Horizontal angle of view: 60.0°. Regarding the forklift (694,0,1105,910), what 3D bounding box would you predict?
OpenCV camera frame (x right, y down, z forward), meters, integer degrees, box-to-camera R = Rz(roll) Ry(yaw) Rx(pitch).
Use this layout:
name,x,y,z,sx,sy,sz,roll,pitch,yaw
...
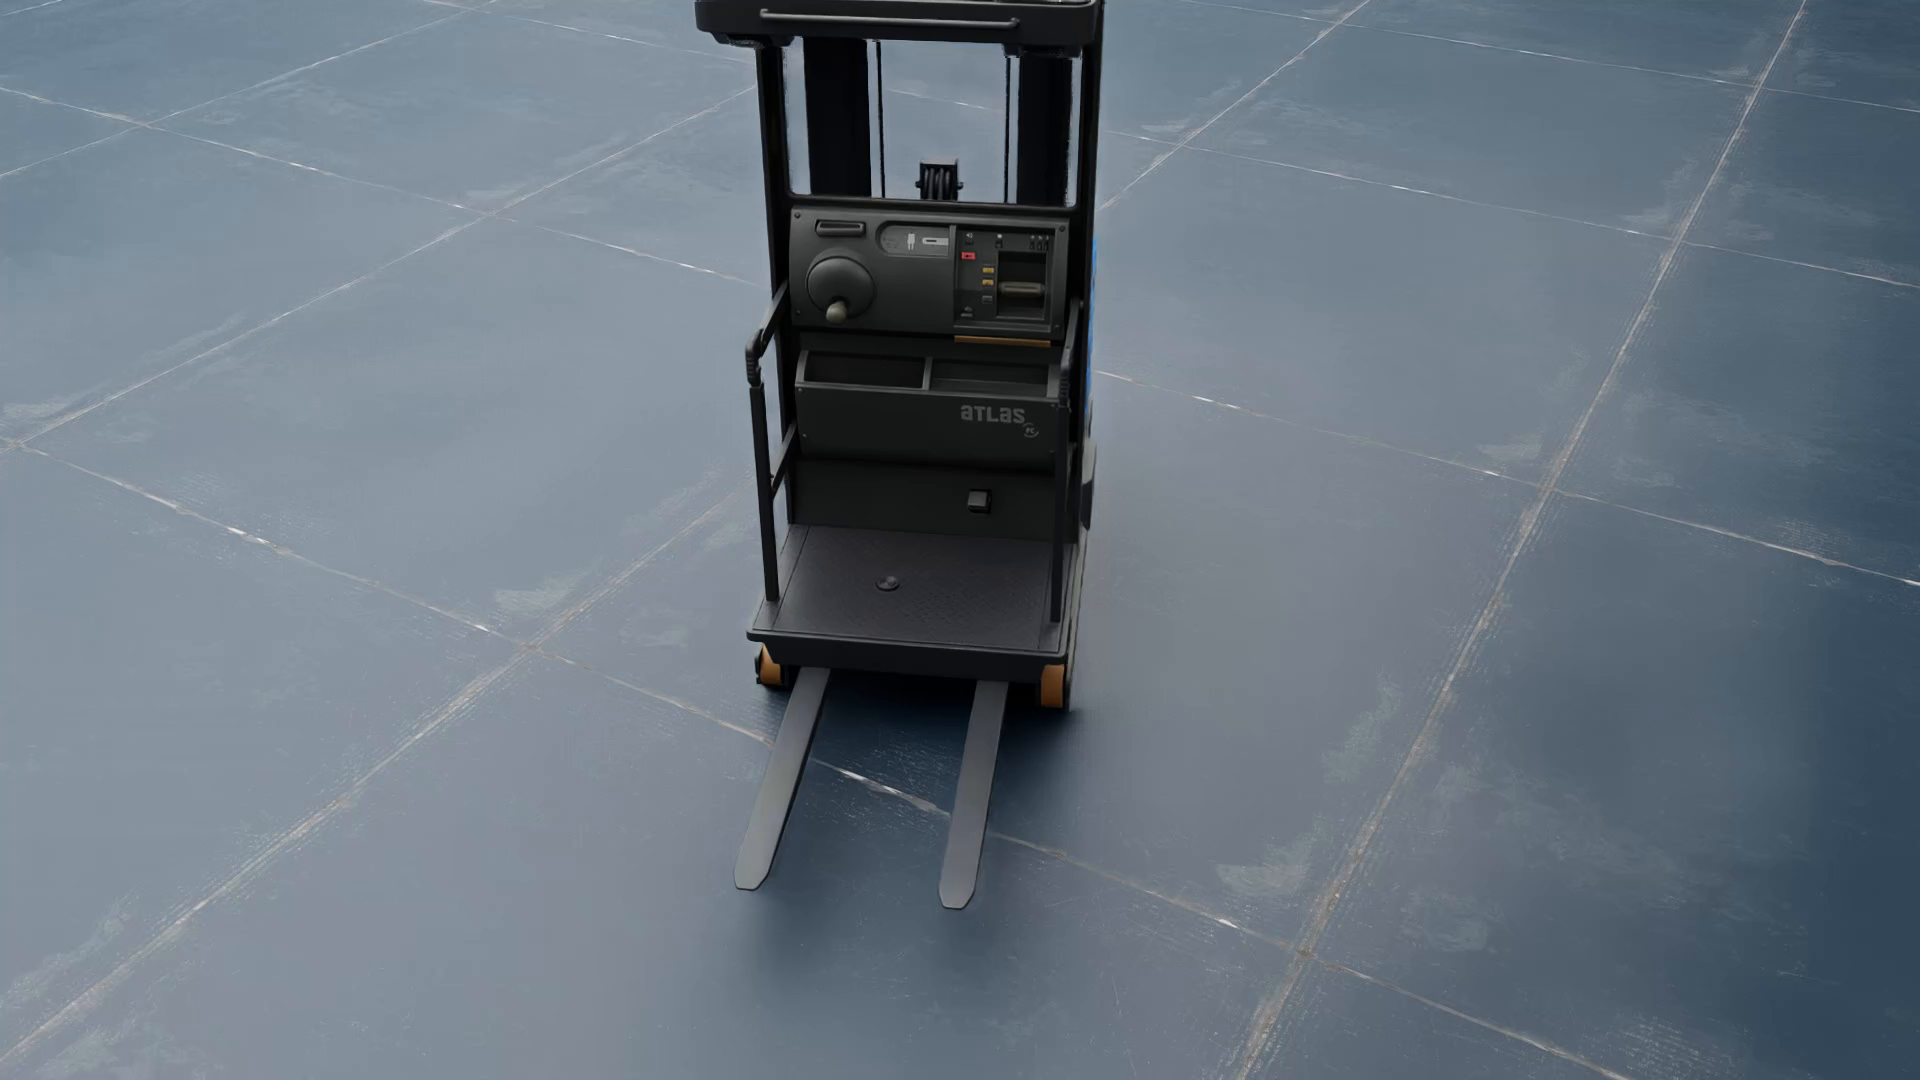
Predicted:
name,x,y,z,sx,sy,sz,roll,pitch,yaw
forklift,-0.131,-0.833,5.356,1.130,2.935,3.031,4,34,6
